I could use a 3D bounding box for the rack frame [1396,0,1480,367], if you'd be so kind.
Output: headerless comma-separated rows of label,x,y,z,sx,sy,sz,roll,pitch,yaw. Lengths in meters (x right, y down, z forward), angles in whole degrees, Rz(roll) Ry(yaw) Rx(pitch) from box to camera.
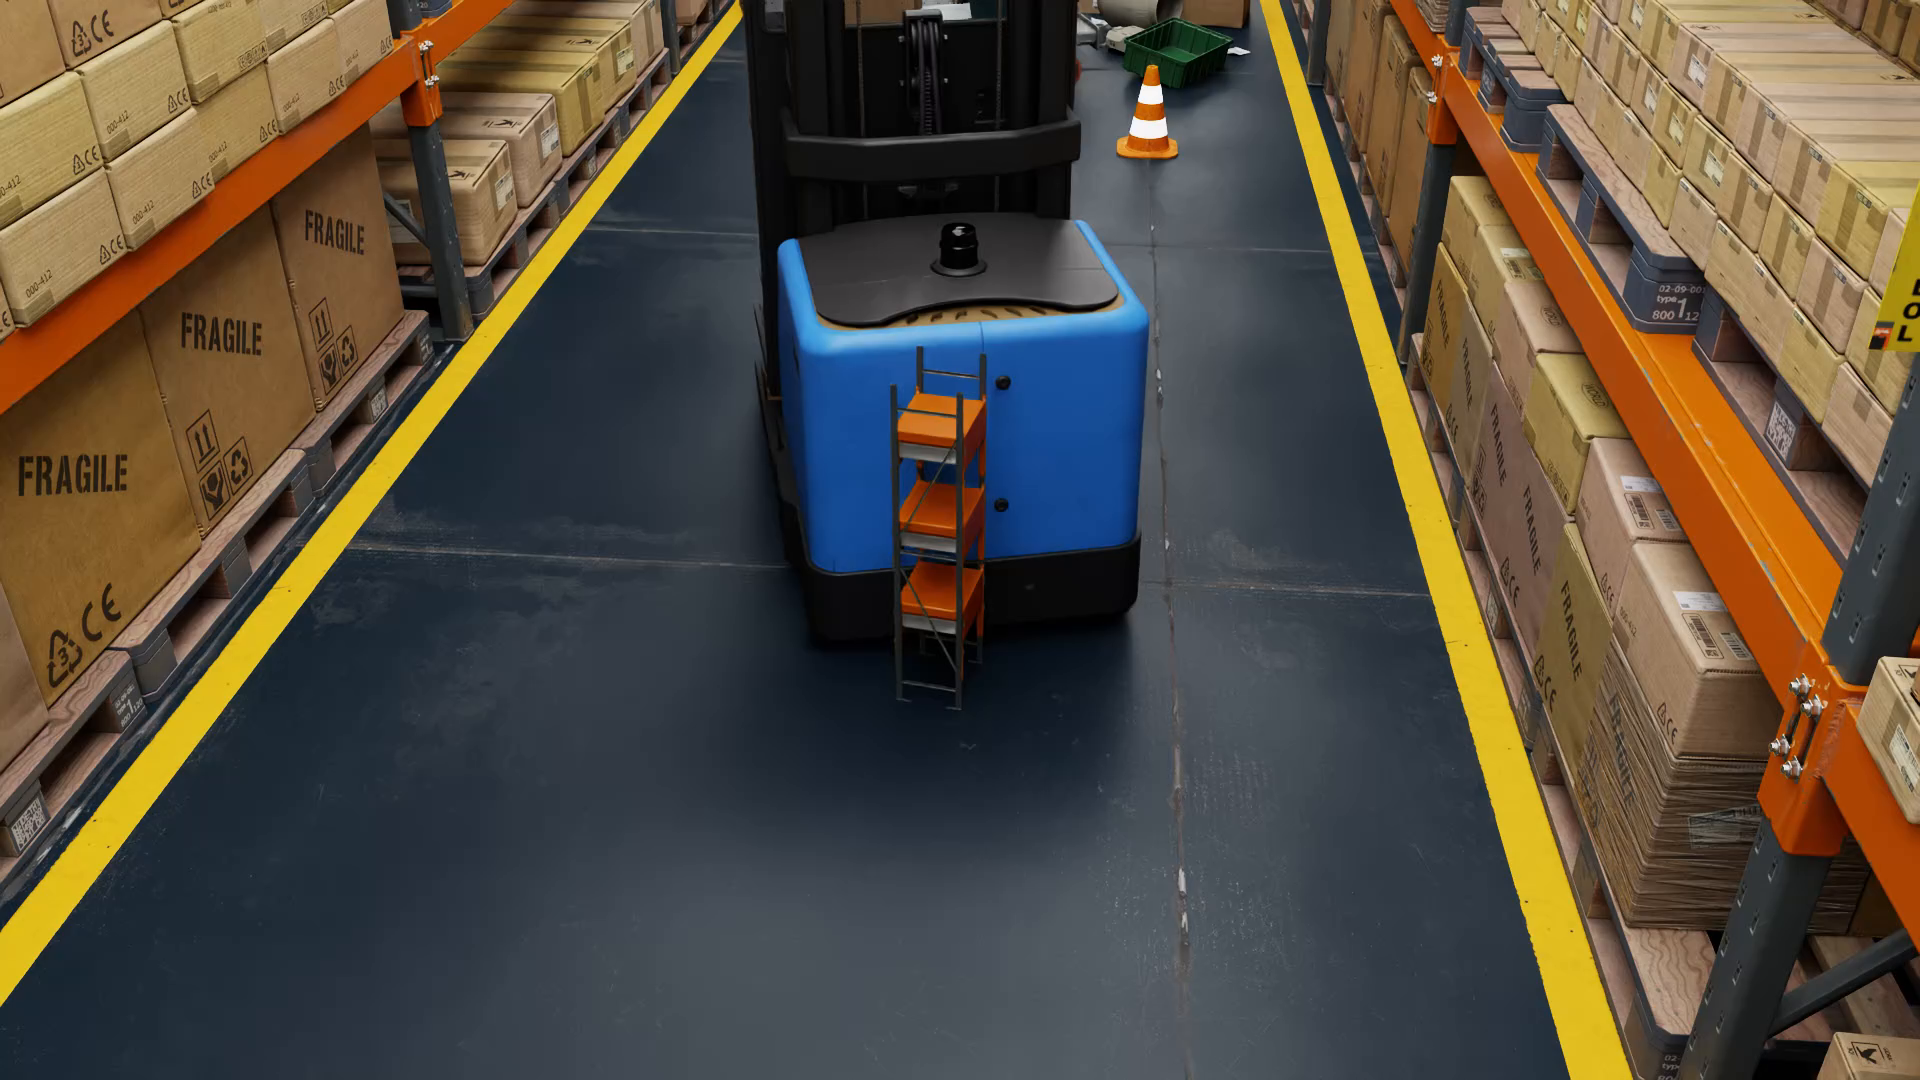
rack frame,2.335,-2.008,6.150,1.000,3.000,0.127,2,32,4

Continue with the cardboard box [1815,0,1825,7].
cardboard box,2.689,-1.650,4.840,0.380,0.149,0.250,3,32,5

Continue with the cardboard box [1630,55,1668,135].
cardboard box,1.974,-1.148,4.309,0.380,0.149,0.250,4,32,6

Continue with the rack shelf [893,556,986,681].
rack shelf,-0.059,0.230,4.926,0.215,0.259,0.240,8,33,13

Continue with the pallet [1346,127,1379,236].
pallet,2.576,-1.866,8.577,1.003,0.211,1.213,2,32,4

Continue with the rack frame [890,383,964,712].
rack frame,-0.090,0.046,4.674,0.200,1.050,0.008,8,33,13

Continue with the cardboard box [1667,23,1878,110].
cardboard box,1.954,-1.142,4.015,0.380,0.149,0.250,1,32,2

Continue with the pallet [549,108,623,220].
pallet,-2.440,-2.025,8.834,1.003,0.211,1.213,2,32,4

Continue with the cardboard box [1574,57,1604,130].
cardboard box,2.014,-1.293,4.828,0.380,0.149,0.250,3,32,6

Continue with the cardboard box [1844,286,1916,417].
cardboard box,1.844,-0.332,2.985,0.380,0.149,0.250,3,32,5

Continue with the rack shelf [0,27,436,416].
rack shelf,-2.770,-0.815,4.899,1.077,0.370,4.000,2,32,4

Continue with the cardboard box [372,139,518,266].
cardboard box,-2.551,-1.522,7.465,0.950,0.372,0.625,0,32,1

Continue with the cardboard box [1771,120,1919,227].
cardboard box,1.891,-0.736,3.357,0.380,0.149,0.250,1,32,2

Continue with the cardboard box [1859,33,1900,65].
cardboard box,2.645,-1.254,4.482,0.380,0.149,0.250,3,32,5

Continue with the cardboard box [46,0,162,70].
cardboard box,-2.518,-1.561,4.376,0.500,0.500,0.500,2,32,3

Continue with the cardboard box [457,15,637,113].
cardboard box,-2.377,-2.668,9.325,0.950,0.372,0.625,4,32,7

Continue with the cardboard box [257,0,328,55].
cardboard box,-2.432,-1.784,5.451,0.500,0.250,0.500,2,32,3

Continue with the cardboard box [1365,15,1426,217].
cardboard box,2.542,-2.001,7.882,1.050,0.750,0.750,3,32,5

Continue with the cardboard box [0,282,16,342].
cardboard box,-2.593,-0.501,3.847,0.500,0.250,0.500,2,32,3

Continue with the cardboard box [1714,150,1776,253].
cardboard box,1.906,-0.742,3.651,0.380,0.149,0.250,1,32,2

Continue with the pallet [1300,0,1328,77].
pallet,2.800,-3.307,10.915,1.003,0.211,1.213,2,32,4

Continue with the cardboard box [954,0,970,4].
cardboard box,0.356,-3.829,11.355,0.797,0.637,0.503,2,32,4

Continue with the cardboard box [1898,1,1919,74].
cardboard box,2.622,-1.245,4.184,0.380,0.149,0.250,3,32,5

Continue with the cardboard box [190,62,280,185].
cardboard box,-2.473,-1.297,5.139,0.500,0.250,0.500,2,32,3

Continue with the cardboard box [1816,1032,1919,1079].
cardboard box,1.774,1.036,2.960,0.380,0.149,0.250,4,32,6

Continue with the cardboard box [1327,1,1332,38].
cardboard box,2.781,-3.700,10.520,0.875,0.875,0.875,3,32,5

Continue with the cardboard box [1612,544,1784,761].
cardboard box,1.818,0.249,3.754,0.500,0.250,0.500,2,32,3

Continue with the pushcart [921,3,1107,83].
pushcart,-0.005,-3.071,10.373,1.648,0.377,0.936,-8,33,-13

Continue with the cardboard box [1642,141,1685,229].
cardboard box,1.947,-0.886,4.168,0.380,0.149,0.250,4,32,6

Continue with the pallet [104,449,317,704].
pallet,-2.849,0.065,5.443,1.003,0.211,1.213,2,32,4

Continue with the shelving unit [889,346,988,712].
shelving unit,-0.058,-0.016,4.774,0.215,1.050,0.252,8,33,13

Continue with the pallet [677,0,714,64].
pallet,-2.262,-3.424,11.105,1.003,0.211,1.213,2,32,4

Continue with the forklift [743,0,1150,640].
forklift,-0.203,-1.699,5.713,1.130,2.935,3.031,-5,32,-9

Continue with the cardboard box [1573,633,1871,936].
cardboard box,1.818,0.571,3.947,0.500,0.500,0.500,2,32,3

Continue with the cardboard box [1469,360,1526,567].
cardboard box,1.948,-0.232,5.250,0.500,0.500,0.500,2,32,3

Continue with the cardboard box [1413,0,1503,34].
cardboard box,2.104,-2.298,6.524,0.500,0.500,0.500,2,32,4

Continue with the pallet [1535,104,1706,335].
pallet,2.214,-0.890,4.518,1.003,0.211,1.213,2,32,4

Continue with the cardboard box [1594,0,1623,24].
cardboard box,2.018,-1.551,4.680,0.380,0.149,0.250,4,32,6

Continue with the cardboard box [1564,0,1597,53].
cardboard box,2.036,-1.549,4.960,0.380,0.149,0.250,3,32,4

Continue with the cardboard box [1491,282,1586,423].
cardboard box,1.943,-0.569,5.081,0.500,0.250,0.500,3,32,4

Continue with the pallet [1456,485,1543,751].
pallet,2.168,0.224,5.186,1.003,0.211,1.213,2,32,4

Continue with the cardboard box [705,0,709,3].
cardboard box,-1.932,-3.843,11.348,0.500,0.250,0.500,4,32,7

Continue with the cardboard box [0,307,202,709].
cardboard box,-2.896,-0.150,4.759,0.875,0.875,0.875,3,32,5

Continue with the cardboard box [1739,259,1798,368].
cardboard box,1.887,-0.471,3.494,0.380,0.149,0.250,2,32,4

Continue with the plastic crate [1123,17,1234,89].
plastic crate,1.369,-3.074,10.505,0.450,0.188,0.662,29,41,23

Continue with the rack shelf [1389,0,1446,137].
rack shelf,2.497,-2.748,8.036,1.077,0.370,4.000,2,32,4

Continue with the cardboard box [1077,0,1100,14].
cardboard box,0.964,-3.913,11.847,0.396,0.266,0.258,8,32,12

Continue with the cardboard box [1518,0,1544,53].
cardboard box,2.075,-1.715,5.512,0.380,0.149,0.250,4,32,6

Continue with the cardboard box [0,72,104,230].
cardboard box,-2.534,-0.979,4.146,0.500,0.250,0.500,3,32,5
